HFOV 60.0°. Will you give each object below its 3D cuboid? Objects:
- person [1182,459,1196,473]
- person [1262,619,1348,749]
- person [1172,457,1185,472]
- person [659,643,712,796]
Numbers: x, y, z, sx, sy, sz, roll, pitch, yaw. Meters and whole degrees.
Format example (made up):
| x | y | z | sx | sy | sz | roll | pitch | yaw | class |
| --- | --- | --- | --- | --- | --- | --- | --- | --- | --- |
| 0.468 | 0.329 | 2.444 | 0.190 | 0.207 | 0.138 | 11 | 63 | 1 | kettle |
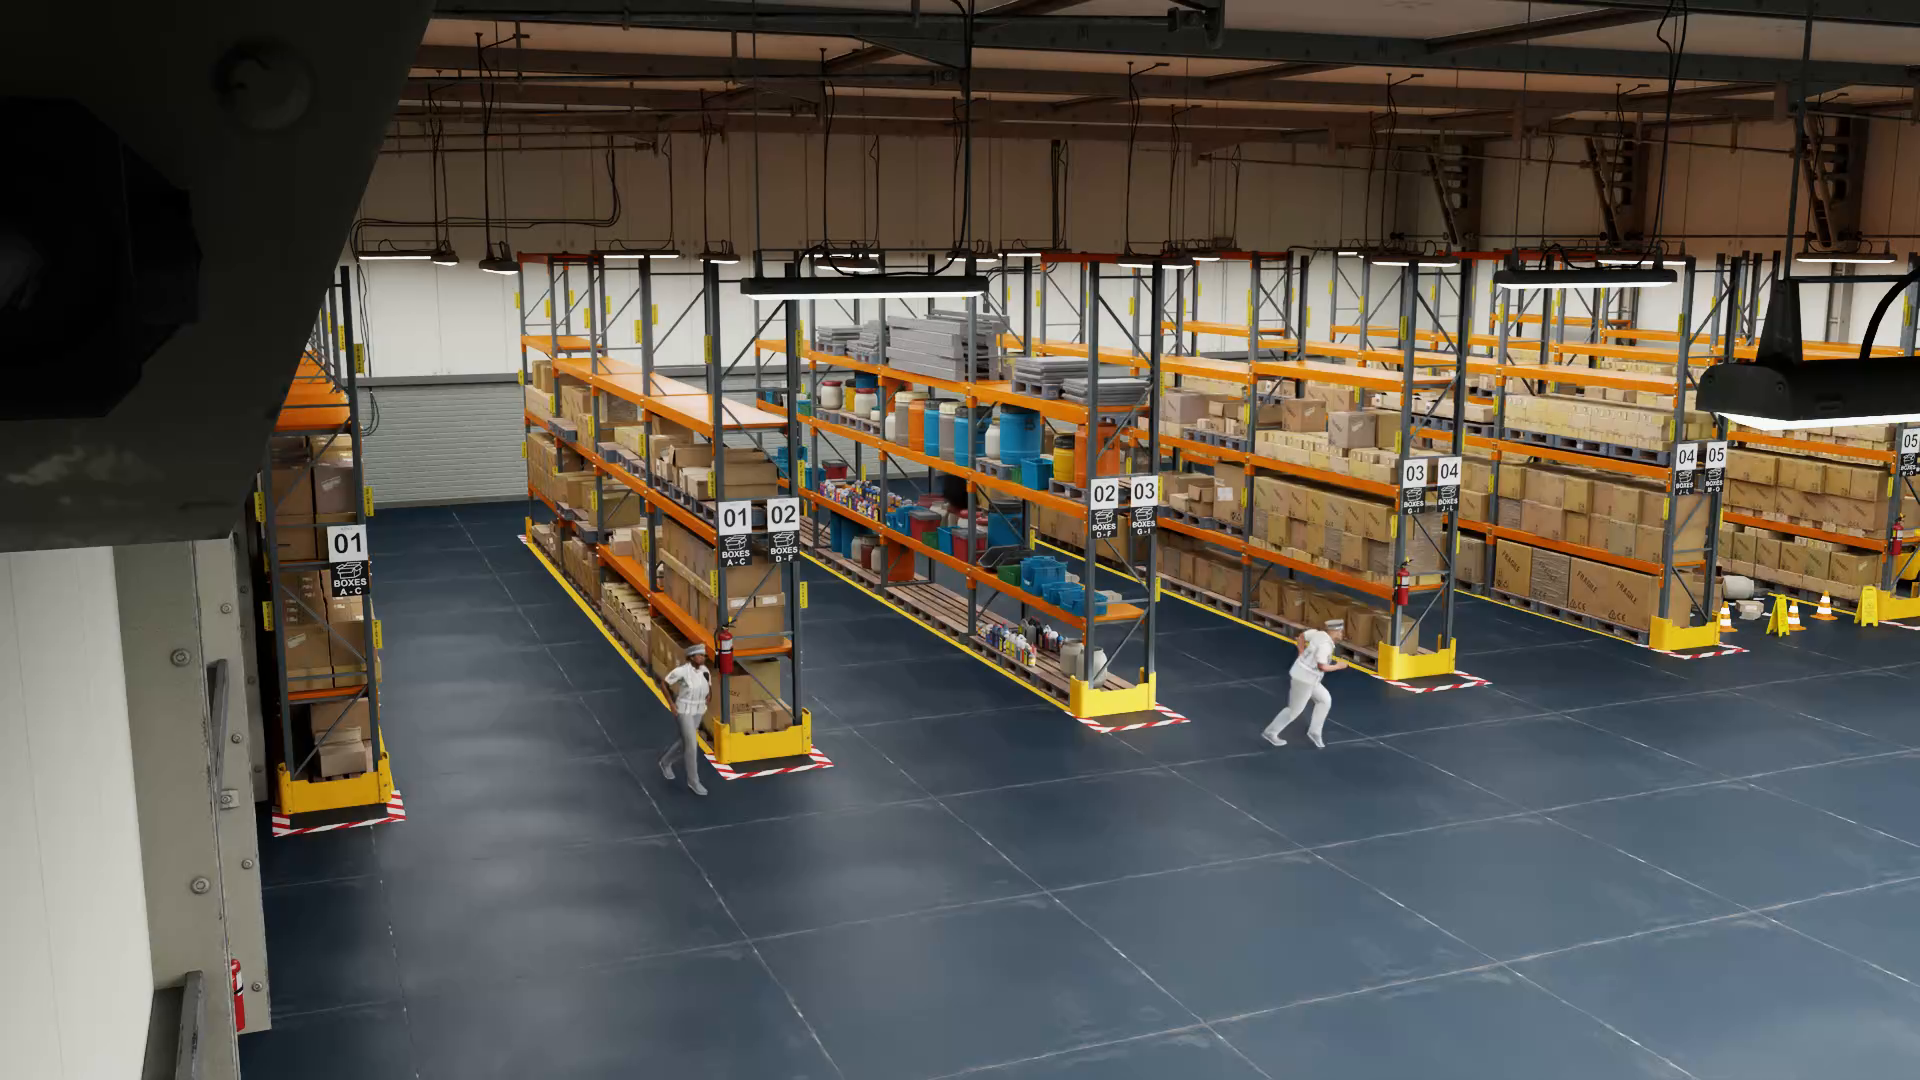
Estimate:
| x | y | z | sx | sy | sz | roll | pitch | yaw | class |
| --- | --- | --- | --- | --- | --- | --- | --- | --- | --- |
| 5.709 | -2.067 | 41.784 | 0.675 | 1.609 | 0.682 | 7 | 13 | 34 | person |
| 4.296 | 1.815 | 20.743 | 1.027 | 1.706 | 0.703 | 1 | 10 | 4 | person |
| 5.635 | -2.062 | 41.927 | 0.556 | 1.625 | 0.585 | -5 | 11 | -24 | person |
| -3.127 | 2.021 | 19.344 | 0.901 | 1.681 | 0.591 | 8 | 13 | 36 | person |
